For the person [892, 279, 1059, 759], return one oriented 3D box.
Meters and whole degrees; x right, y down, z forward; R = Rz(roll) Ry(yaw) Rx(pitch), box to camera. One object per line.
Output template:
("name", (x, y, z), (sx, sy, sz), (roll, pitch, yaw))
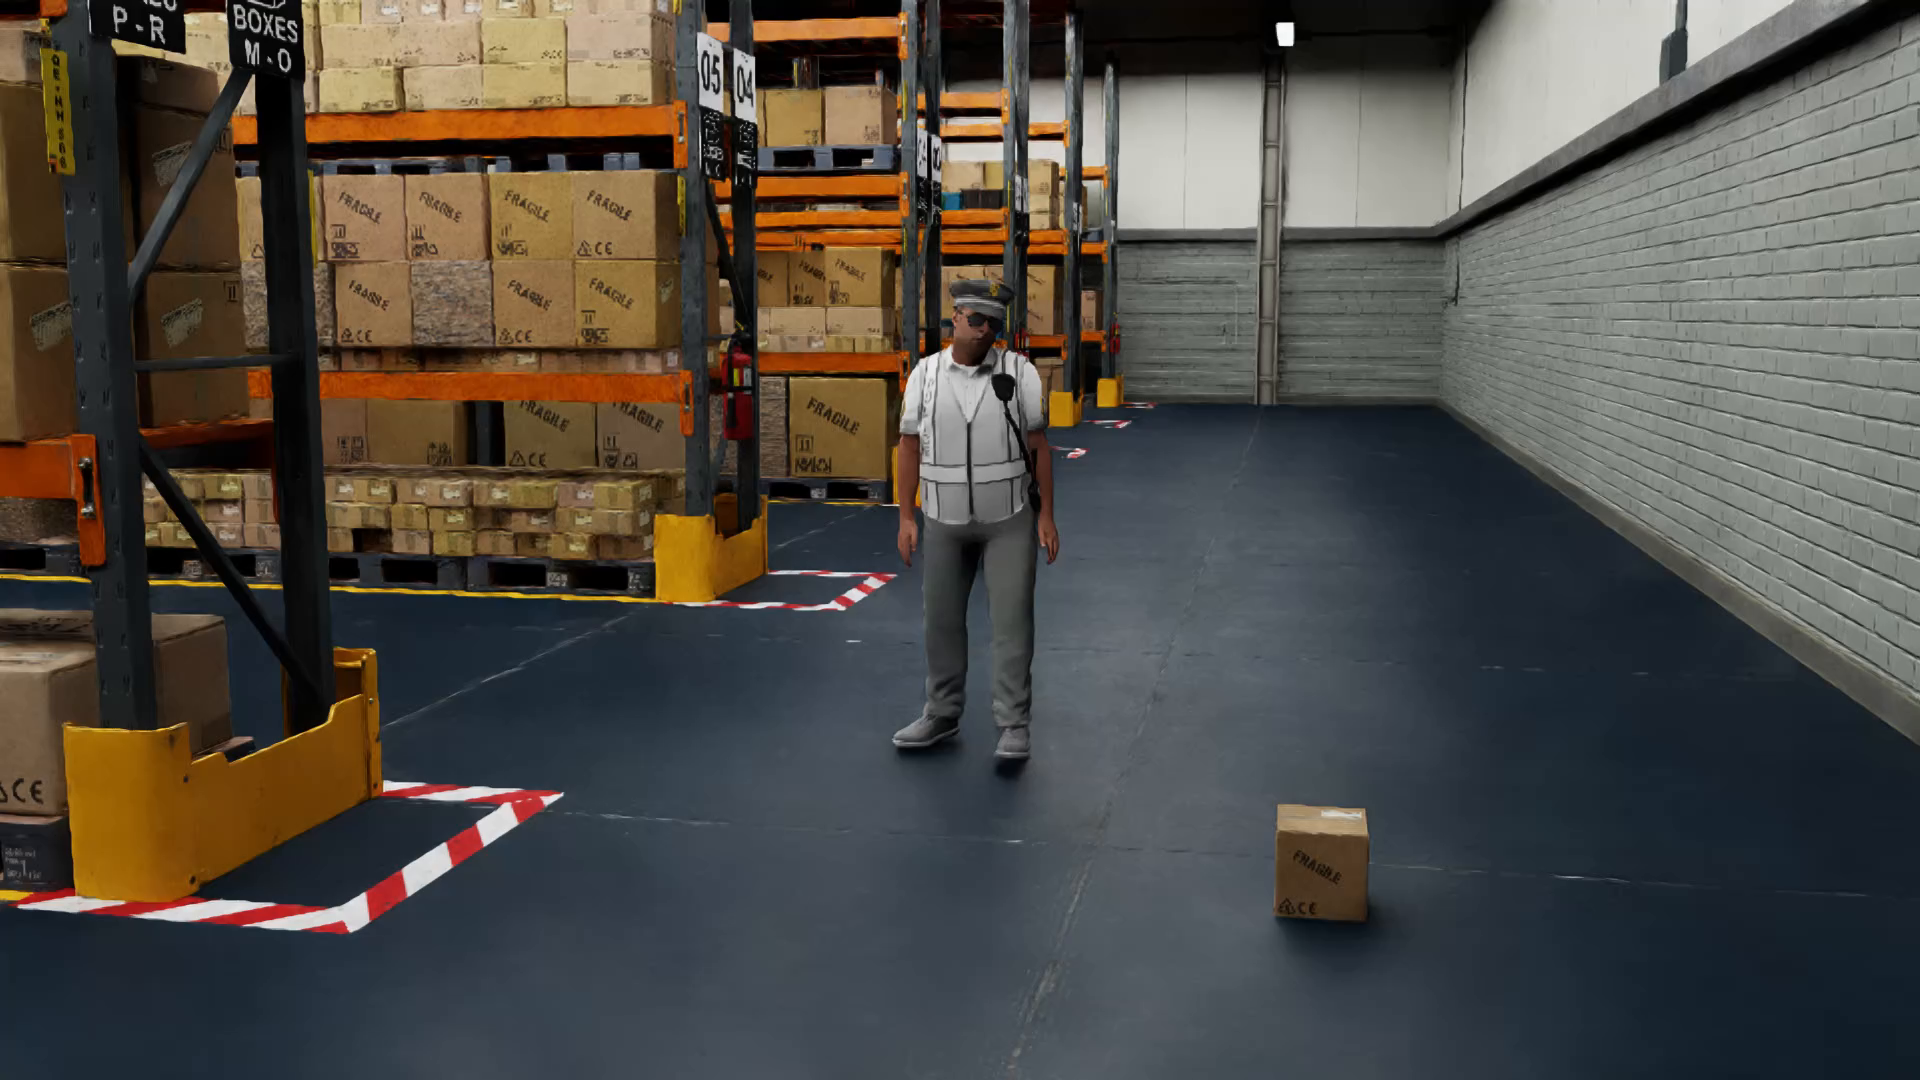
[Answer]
("person", (0.048, -0.074, 6.137), (0.627, 1.755, 0.515), (1, 8, 8))
